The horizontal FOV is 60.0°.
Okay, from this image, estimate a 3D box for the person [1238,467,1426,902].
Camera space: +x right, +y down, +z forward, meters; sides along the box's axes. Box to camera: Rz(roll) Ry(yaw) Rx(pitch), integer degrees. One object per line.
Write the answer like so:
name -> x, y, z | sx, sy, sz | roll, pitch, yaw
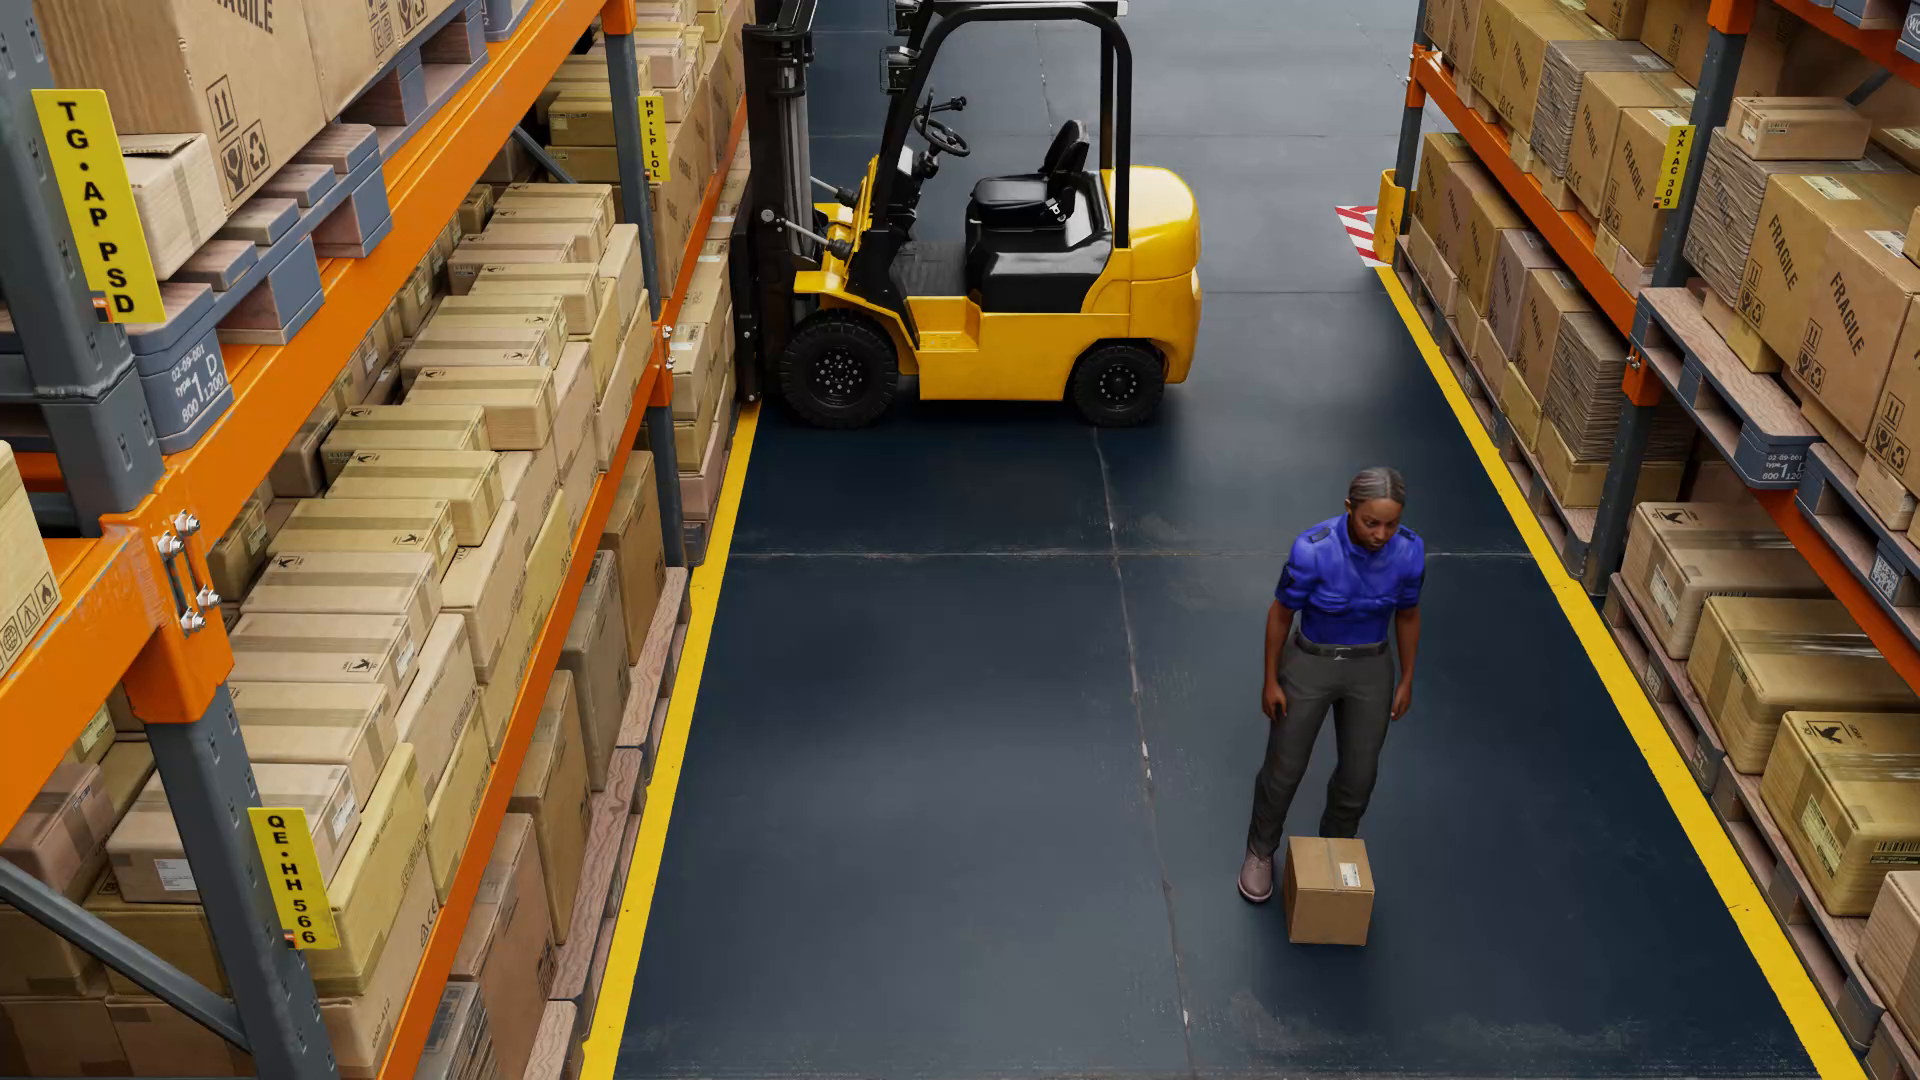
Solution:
person -> 1.219, 0.457, 5.401 | 0.515, 1.654, 0.353 | -1, 32, -1
